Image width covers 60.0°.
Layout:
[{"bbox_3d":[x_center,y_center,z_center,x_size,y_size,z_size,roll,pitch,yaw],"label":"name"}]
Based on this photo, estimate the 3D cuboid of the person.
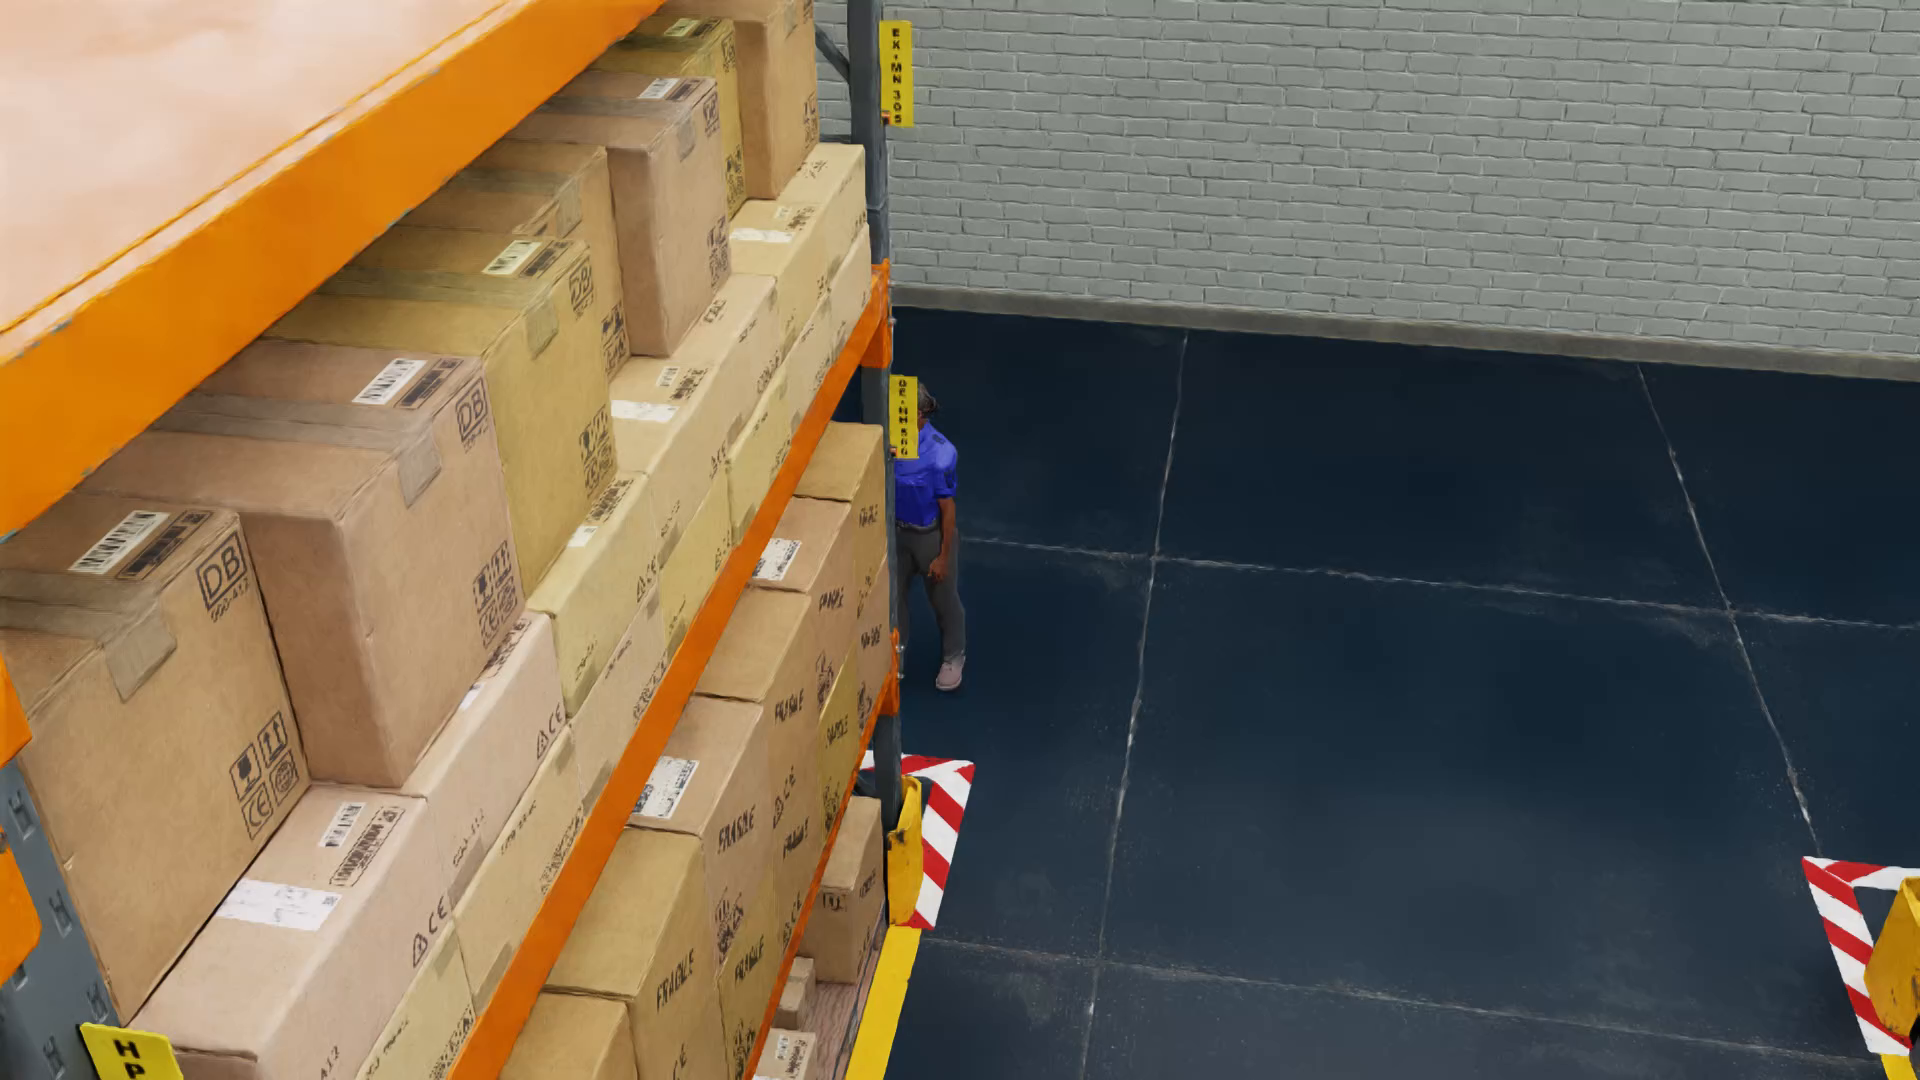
[{"bbox_3d":[-0.225,0.007,7.727,0.456,1.653,0.571,23,39,31],"label":"person"}]
